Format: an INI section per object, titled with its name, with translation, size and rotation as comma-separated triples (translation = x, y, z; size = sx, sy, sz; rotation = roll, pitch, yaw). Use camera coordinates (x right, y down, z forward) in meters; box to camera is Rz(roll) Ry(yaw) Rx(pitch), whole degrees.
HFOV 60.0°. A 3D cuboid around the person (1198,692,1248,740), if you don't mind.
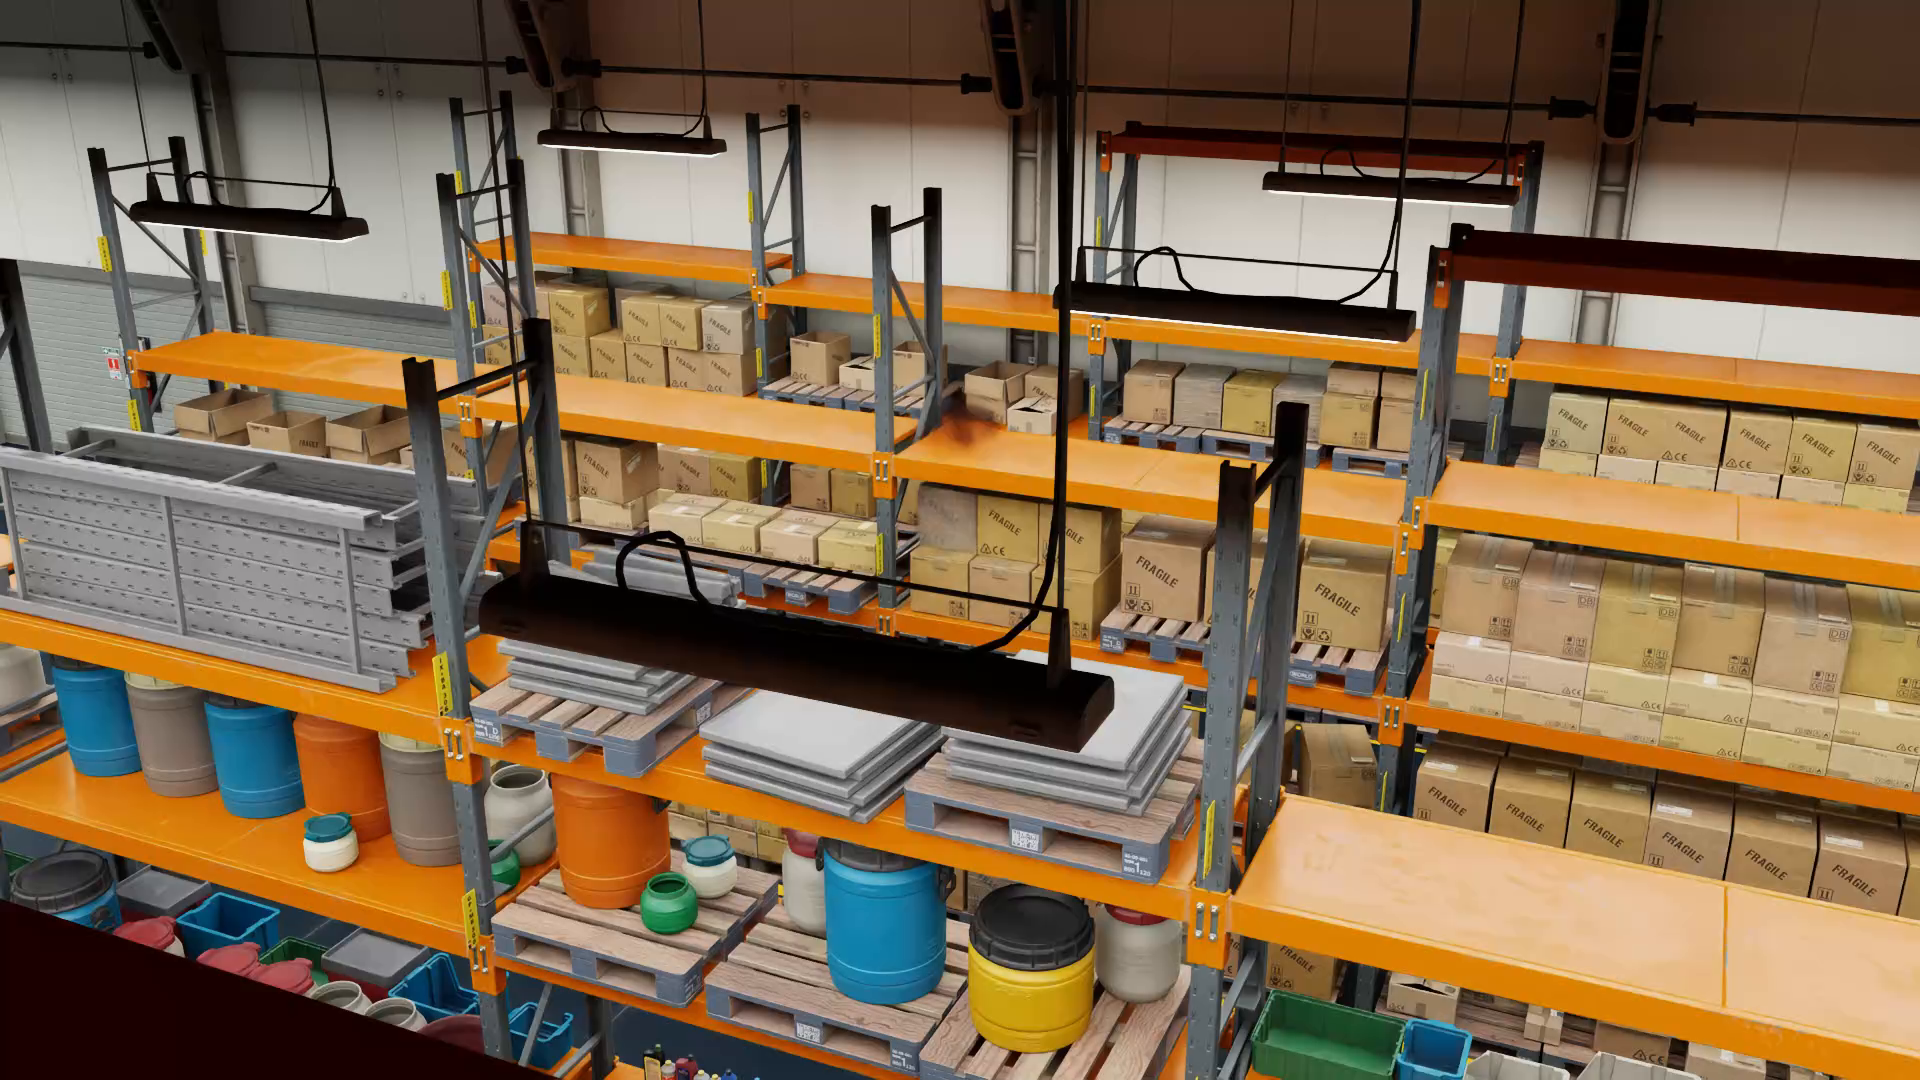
[person]
translation = 2.679, 1.595, 16.192
size = 0.862, 1.596, 0.452
rotation = 5, 21, 14
